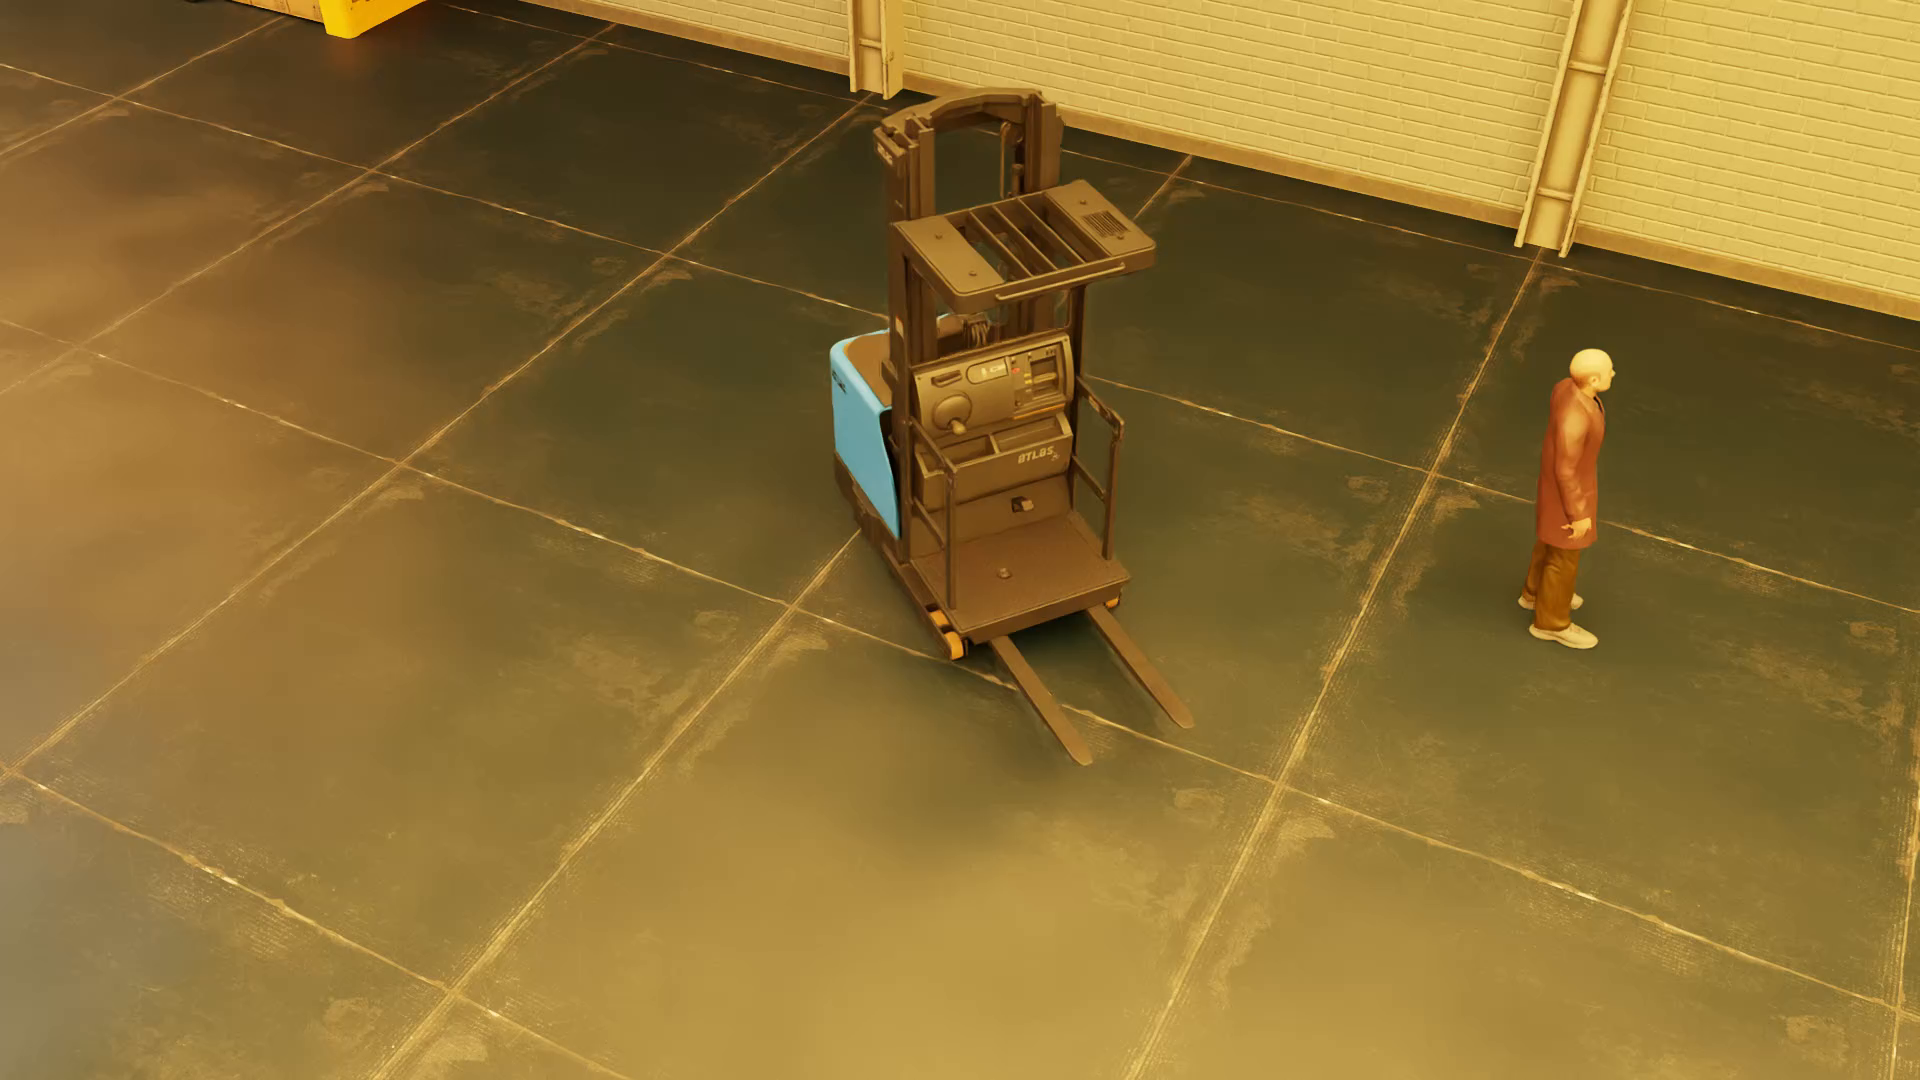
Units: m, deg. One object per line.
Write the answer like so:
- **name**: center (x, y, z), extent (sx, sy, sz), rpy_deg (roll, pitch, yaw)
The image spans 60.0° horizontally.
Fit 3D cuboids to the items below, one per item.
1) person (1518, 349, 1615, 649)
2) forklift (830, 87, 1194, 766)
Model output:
- **person**: center (3.436, -0.254, 9.186), extent (0.540, 1.787, 0.687), rpy_deg (8, 41, 10)
- **forklift**: center (0.285, -0.762, 8.892), extent (1.130, 2.935, 3.031), rpy_deg (-17, 43, -19)
